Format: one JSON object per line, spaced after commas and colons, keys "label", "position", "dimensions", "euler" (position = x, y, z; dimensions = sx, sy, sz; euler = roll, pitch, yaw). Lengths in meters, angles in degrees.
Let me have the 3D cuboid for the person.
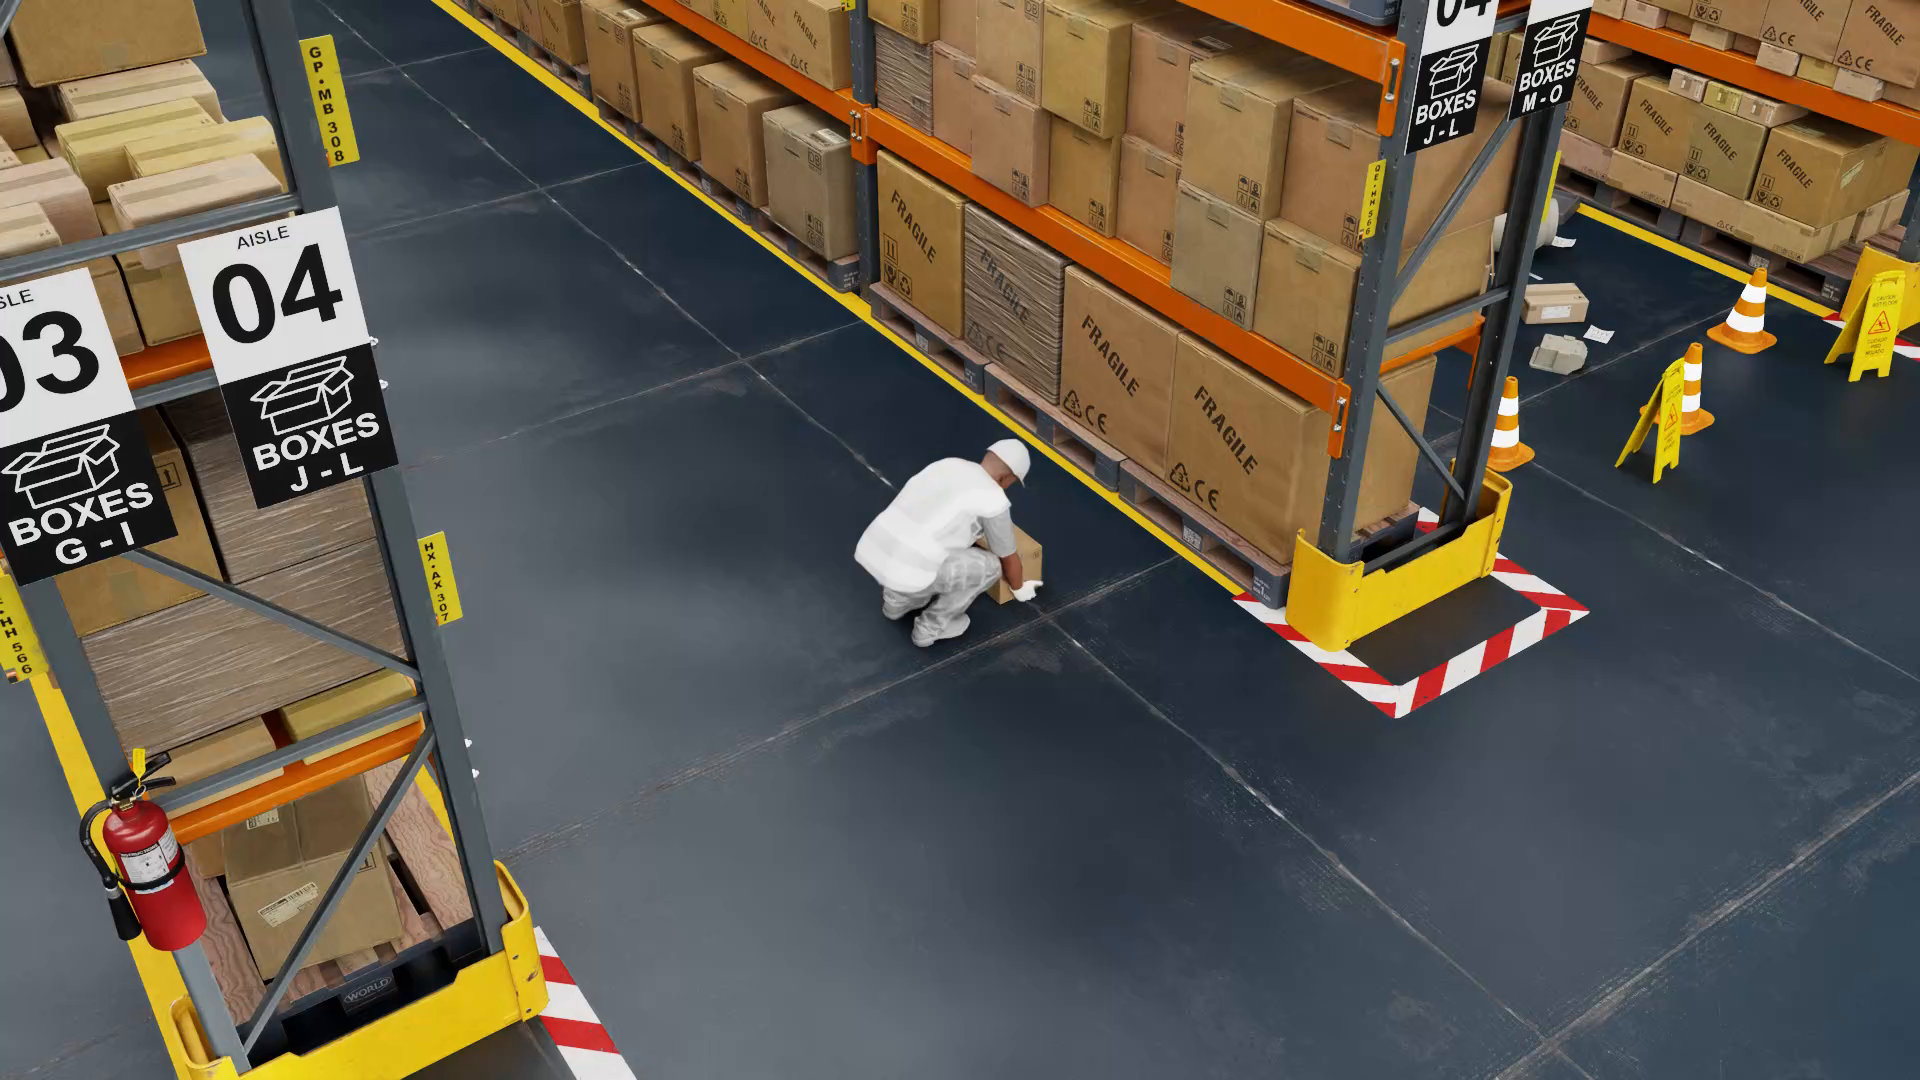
{"label": "person", "position": [-0.052, 0.032, 7.864], "dimensions": [0.949, 0.873, 0.568], "euler": [-23, 42, -28]}
